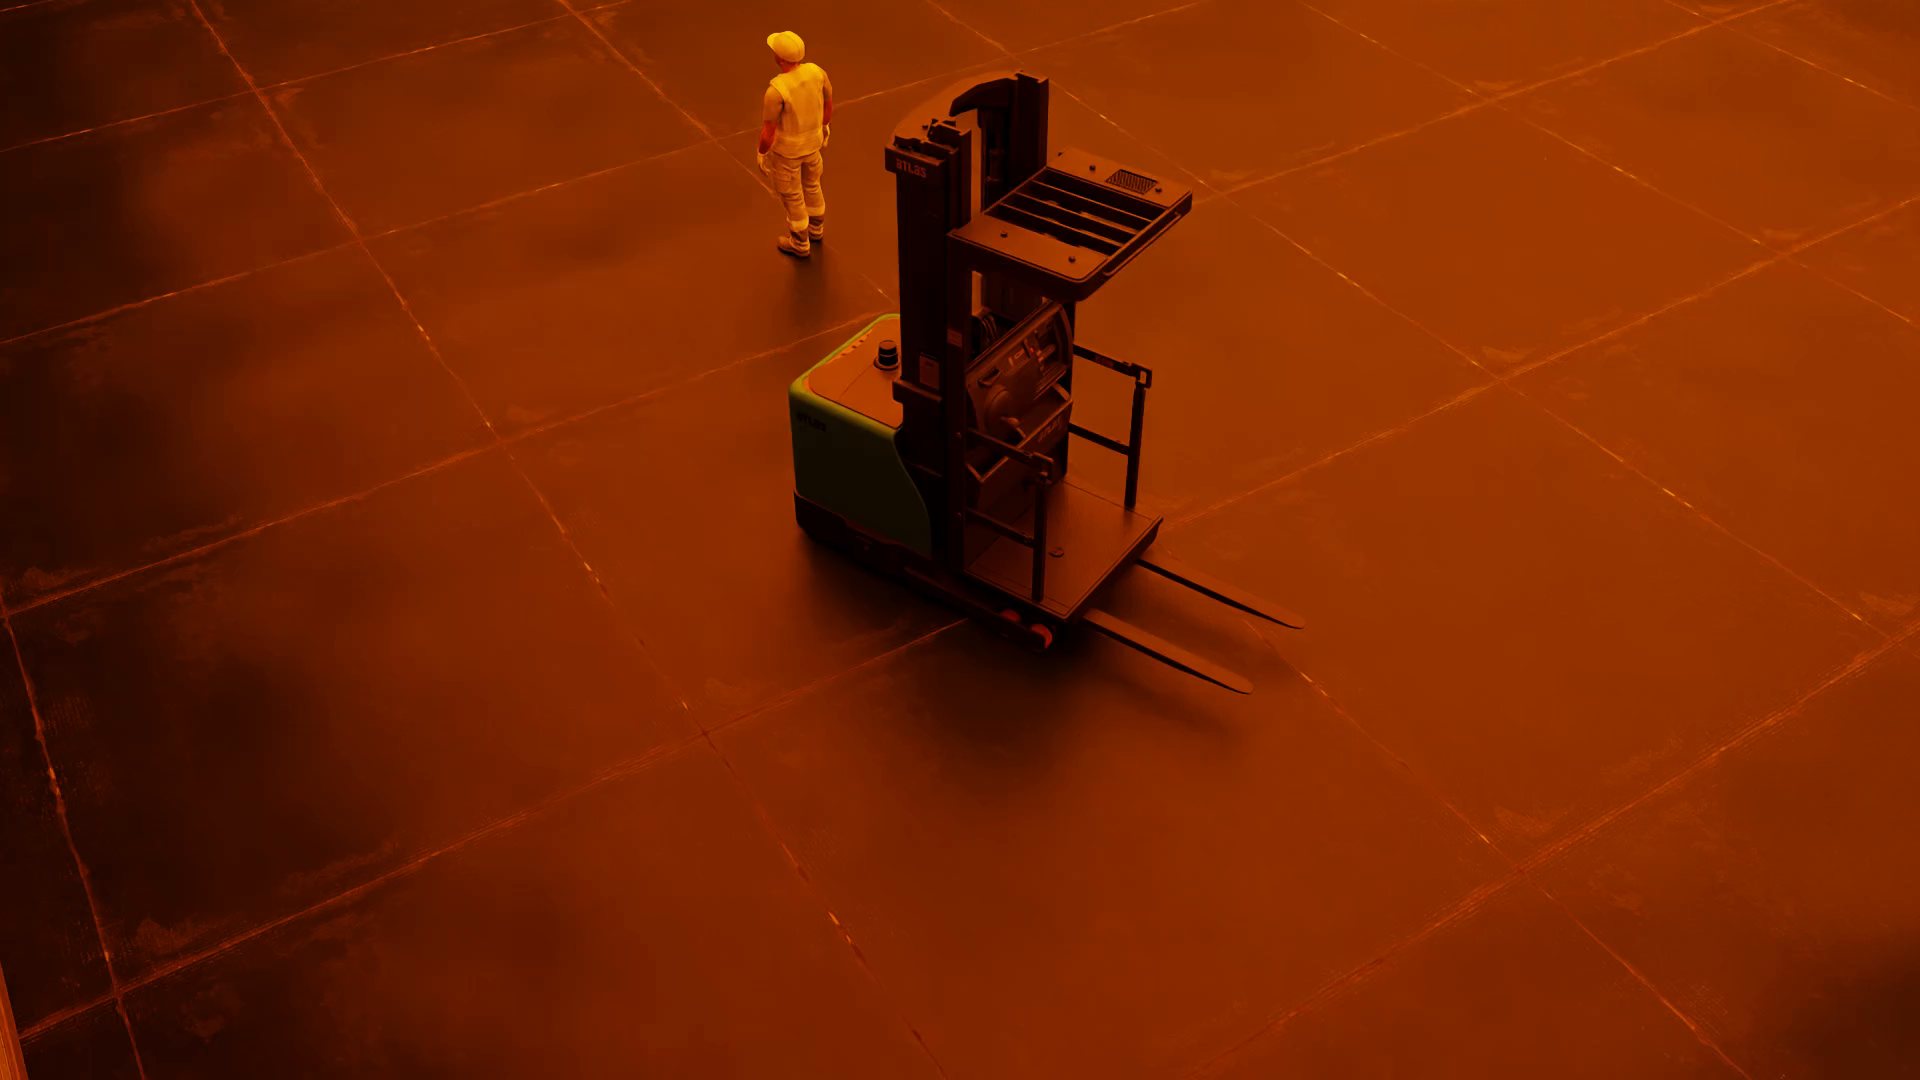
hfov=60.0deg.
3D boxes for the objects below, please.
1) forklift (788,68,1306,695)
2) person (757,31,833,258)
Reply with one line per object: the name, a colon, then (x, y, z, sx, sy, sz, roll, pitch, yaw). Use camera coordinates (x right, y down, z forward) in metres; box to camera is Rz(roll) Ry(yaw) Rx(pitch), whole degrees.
forklift: (0.496, -0.872, 8.869, 3.031, 2.935, 1.130, 25, 47, 26)
person: (-1.231, -2.877, 12.020, 0.638, 1.790, 0.562, -30, 49, -30)
